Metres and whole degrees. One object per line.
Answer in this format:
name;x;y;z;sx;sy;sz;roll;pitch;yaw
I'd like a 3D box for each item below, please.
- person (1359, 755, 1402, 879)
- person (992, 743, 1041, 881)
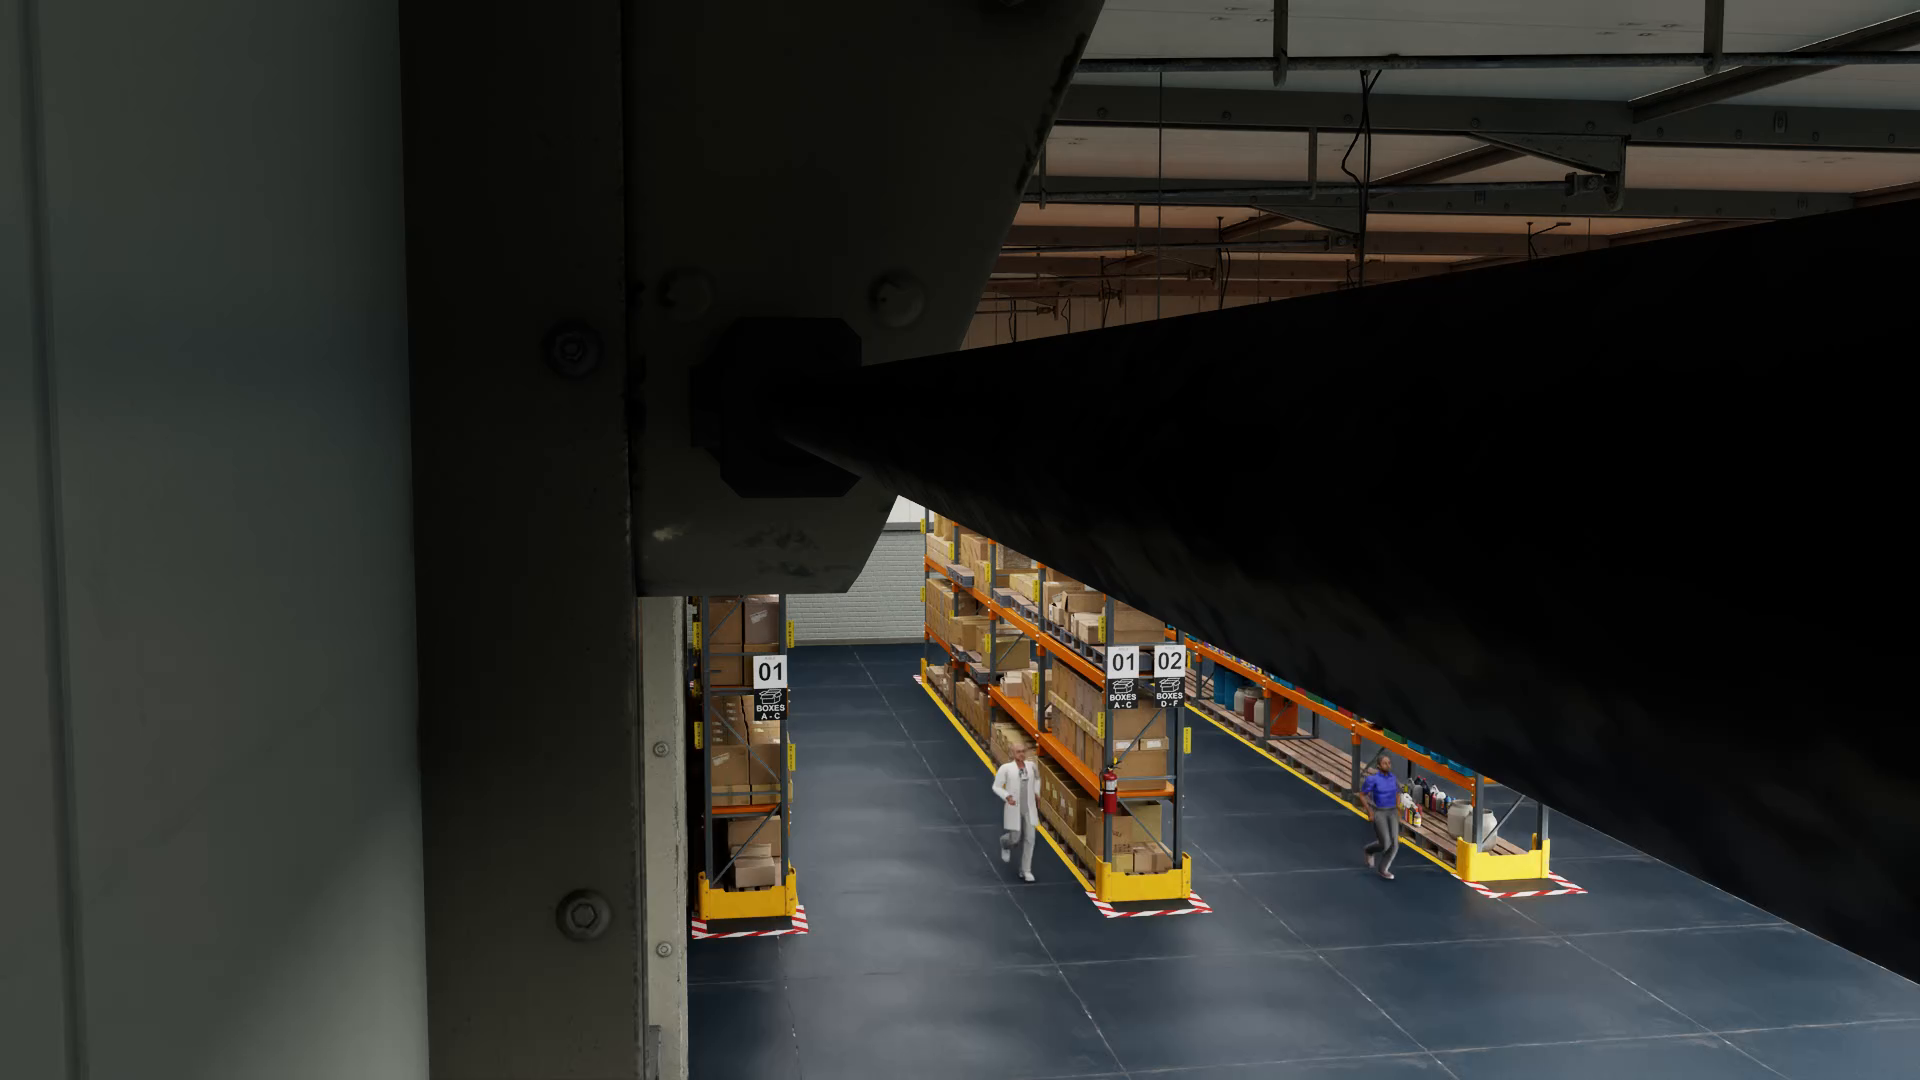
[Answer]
person;5.550;3.620;21.760;0.564;1.589;0.535;-2;5;-19
person;0.787;3.535;21.818;0.712;1.737;0.920;-2;5;-17
